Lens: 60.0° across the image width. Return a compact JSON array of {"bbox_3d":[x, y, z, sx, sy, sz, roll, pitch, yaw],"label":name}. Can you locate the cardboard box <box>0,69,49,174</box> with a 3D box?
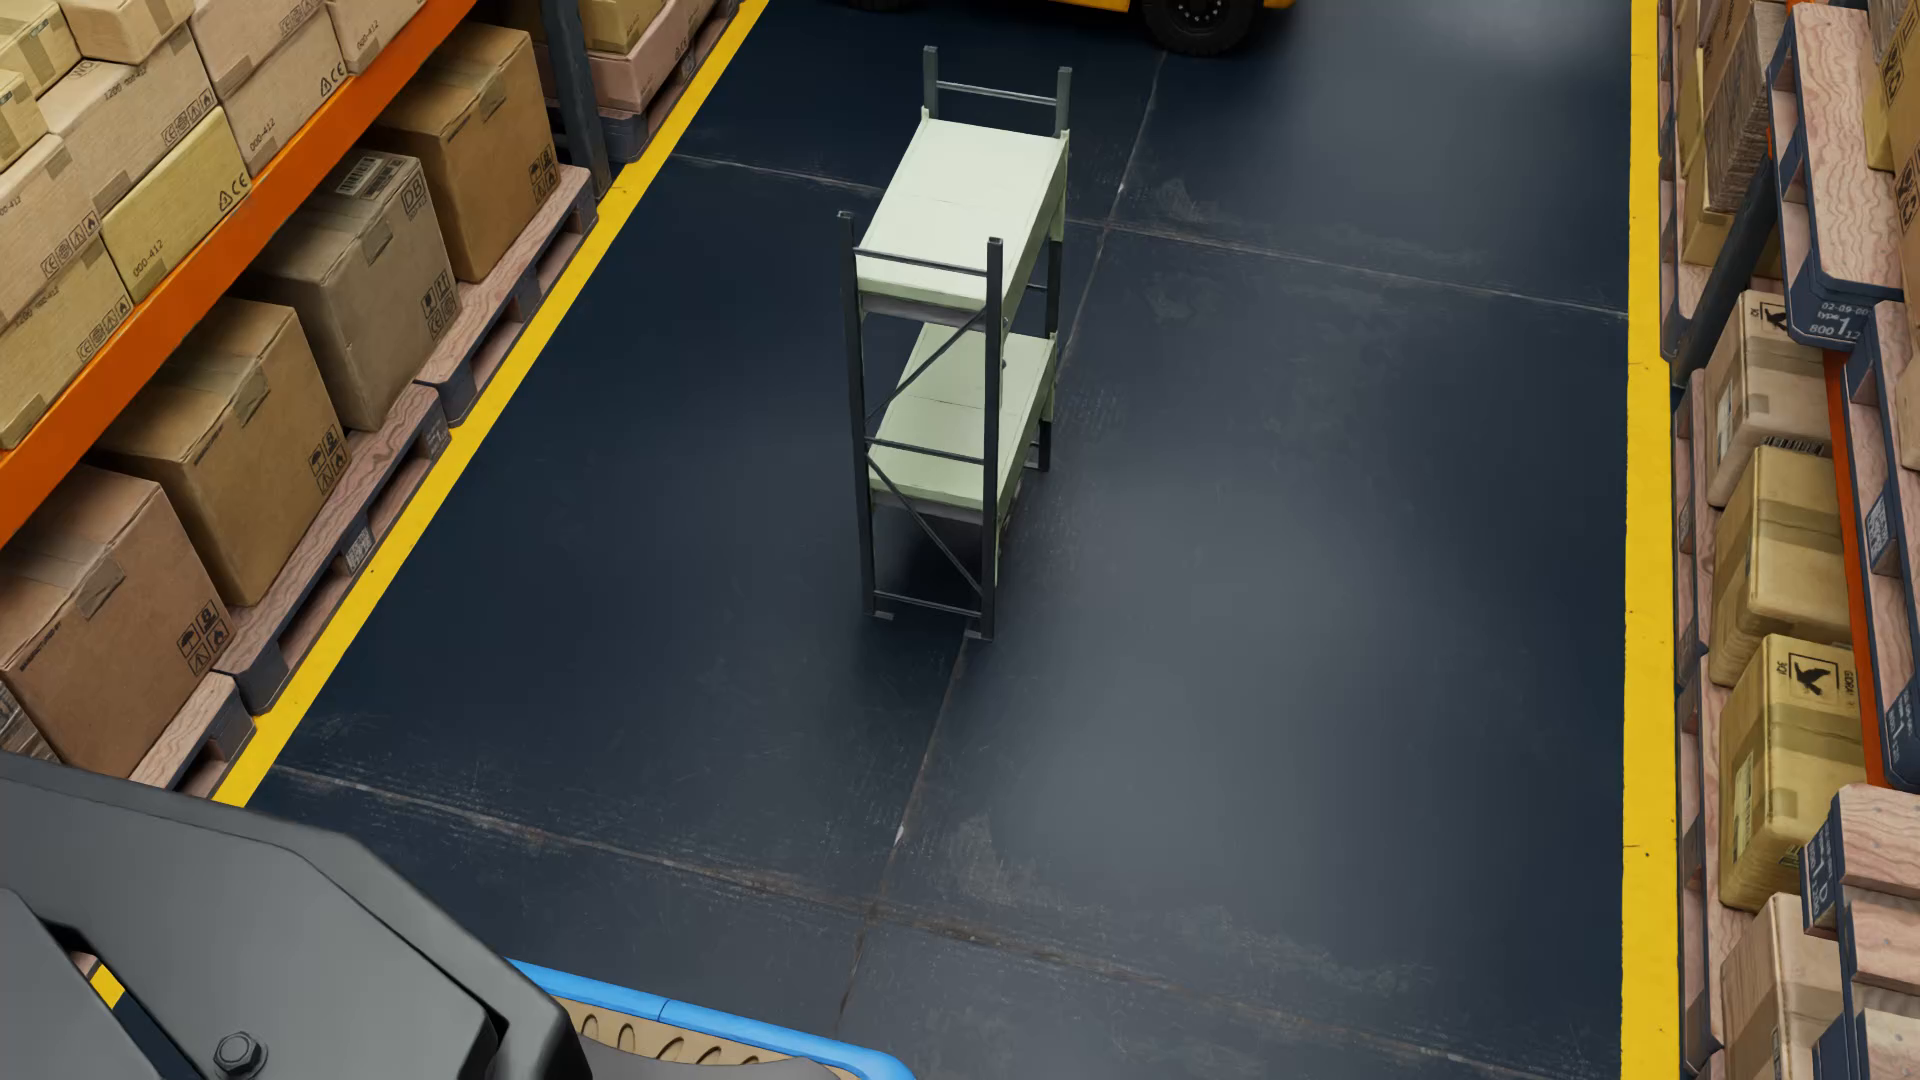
[{"bbox_3d":[-2.205,-0.897,3.542,0.380,0.149,0.250,13,50,11],"label":"cardboard box"}]

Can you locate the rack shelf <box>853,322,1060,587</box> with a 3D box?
[{"bbox_3d":[0.002,-0.285,4.936,0.431,0.370,0.720,12,50,10],"label":"rack shelf"}]

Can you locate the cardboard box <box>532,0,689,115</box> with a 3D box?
[{"bbox_3d":[-1.403,-1.948,6.523,0.500,0.250,0.500,12,50,10],"label":"cardboard box"}]

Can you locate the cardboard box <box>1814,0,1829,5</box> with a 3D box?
[{"bbox_3d":[2.730,-1.667,4.888,0.380,0.149,0.250,11,50,10],"label":"cardboard box"}]

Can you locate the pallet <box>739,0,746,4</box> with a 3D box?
[{"bbox_3d":[-1.281,-2.964,7.725,1.003,0.211,1.213,12,50,10],"label":"pallet"}]

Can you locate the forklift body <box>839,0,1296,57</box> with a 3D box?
[{"bbox_3d":[0.464,-3.315,6.742,2.313,2.155,1.214,12,50,10],"label":"forklift body"}]

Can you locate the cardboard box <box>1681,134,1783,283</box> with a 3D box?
[{"bbox_3d":[2.836,-1.168,5.834,0.500,0.250,0.500,14,50,12],"label":"cardboard box"}]

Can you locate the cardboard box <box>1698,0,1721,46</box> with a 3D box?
[{"bbox_3d":[3.102,-2.154,6.204,0.500,0.500,0.500,14,50,12],"label":"cardboard box"}]

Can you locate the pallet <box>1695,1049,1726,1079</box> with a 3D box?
[{"bbox_3d":[2.094,1.793,3.527,1.003,0.211,1.213,12,50,10],"label":"pallet"}]

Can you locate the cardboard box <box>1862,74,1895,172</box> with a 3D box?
[{"bbox_3d":[2.415,-0.997,4.017,0.380,0.149,0.250,12,50,11],"label":"cardboard box"}]

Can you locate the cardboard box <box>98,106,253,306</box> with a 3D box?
[{"bbox_3d":[-2.146,-0.876,4.123,0.500,0.250,0.500,13,50,11],"label":"cardboard box"}]

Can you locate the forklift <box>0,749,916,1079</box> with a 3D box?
[{"bbox_3d":[-0.919,1.663,1.827,1.130,2.935,3.031,11,50,10],"label":"forklift"}]

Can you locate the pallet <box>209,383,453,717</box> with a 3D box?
[{"bbox_3d":[-2.325,-0.086,5.185,1.003,0.211,1.213,12,50,10],"label":"pallet"}]

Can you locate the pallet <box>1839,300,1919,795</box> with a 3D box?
[{"bbox_3d":[2.369,0.059,3.325,1.003,0.211,1.213,12,50,10],"label":"pallet"}]

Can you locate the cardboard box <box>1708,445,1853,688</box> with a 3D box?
[{"bbox_3d":[2.618,0.173,4.569,0.950,0.372,0.625,14,50,12],"label":"cardboard box"}]

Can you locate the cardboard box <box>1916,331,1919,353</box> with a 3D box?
[{"bbox_3d":[2.140,-0.355,3.017,0.500,0.500,0.500,10,49,8],"label":"cardboard box"}]

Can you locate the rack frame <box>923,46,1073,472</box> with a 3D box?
[{"bbox_3d":[0.098,-0.766,4.926,0.400,1.500,0.023,12,50,10],"label":"rack frame"}]

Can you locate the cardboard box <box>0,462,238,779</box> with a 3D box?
[{"bbox_3d":[-2.561,0.183,4.392,0.875,0.625,0.625,13,50,11],"label":"cardboard box"}]

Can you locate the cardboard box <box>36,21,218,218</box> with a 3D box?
[{"bbox_3d":[-2.152,-1.041,3.935,0.500,0.250,0.500,12,50,11],"label":"cardboard box"}]

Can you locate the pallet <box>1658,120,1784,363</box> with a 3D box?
[{"bbox_3d":[3.083,-1.028,6.016,1.003,0.211,1.213,12,50,10],"label":"pallet"}]

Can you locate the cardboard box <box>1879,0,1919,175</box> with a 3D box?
[{"bbox_3d":[2.409,-1.083,3.660,0.500,0.500,0.500,12,50,10],"label":"cardboard box"}]

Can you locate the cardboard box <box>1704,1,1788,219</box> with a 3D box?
[{"bbox_3d":[2.837,-1.416,5.553,0.500,0.500,0.500,11,49,10],"label":"cardboard box"}]

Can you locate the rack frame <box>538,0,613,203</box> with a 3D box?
[{"bbox_3d":[-1.850,-2.435,5.398,1.000,3.000,0.127,12,50,10],"label":"rack frame"}]

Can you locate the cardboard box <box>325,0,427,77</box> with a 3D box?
[{"bbox_3d":[-1.857,-1.604,4.765,0.500,0.250,0.500,11,50,10],"label":"cardboard box"}]

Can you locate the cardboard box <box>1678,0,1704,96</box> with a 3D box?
[{"bbox_3d":[3.105,-1.922,6.499,0.500,0.250,0.500,12,50,11],"label":"cardboard box"}]

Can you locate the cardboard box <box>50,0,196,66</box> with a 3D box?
[{"bbox_3d":[-2.028,-1.254,3.857,0.380,0.149,0.250,10,49,9],"label":"cardboard box"}]

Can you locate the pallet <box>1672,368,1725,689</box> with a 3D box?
[{"bbox_3d":[2.736,0.028,5.084,1.003,0.211,1.213,12,50,10],"label":"pallet"}]

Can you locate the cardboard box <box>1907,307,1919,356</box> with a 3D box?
[{"bbox_3d":[2.240,-0.421,3.508,0.380,0.149,0.250,12,50,10],"label":"cardboard box"}]

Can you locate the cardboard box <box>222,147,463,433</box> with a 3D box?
[{"bbox_3d":[-2.188,-0.848,5.302,0.875,0.625,0.625,11,50,10],"label":"cardboard box"}]

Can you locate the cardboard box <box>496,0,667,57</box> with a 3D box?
[{"bbox_3d":[-1.425,-2.118,6.339,0.500,0.250,0.500,11,50,10],"label":"cardboard box"}]

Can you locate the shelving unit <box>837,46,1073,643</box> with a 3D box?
[{"bbox_3d":[0.002,-0.501,4.692,0.431,1.500,0.755,12,50,10],"label":"shelving unit"}]

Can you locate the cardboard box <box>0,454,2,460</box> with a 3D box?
[{"bbox_3d":[-2.413,-0.127,3.462,0.500,0.250,0.500,11,49,9],"label":"cardboard box"}]

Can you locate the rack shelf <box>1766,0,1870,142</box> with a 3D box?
[{"bbox_3d":[3.466,-2.666,6.082,1.077,0.370,4.000,12,50,10],"label":"rack shelf"}]

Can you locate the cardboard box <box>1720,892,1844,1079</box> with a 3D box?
[{"bbox_3d":[2.232,1.224,3.642,0.950,0.372,0.625,11,49,9],"label":"cardboard box"}]
